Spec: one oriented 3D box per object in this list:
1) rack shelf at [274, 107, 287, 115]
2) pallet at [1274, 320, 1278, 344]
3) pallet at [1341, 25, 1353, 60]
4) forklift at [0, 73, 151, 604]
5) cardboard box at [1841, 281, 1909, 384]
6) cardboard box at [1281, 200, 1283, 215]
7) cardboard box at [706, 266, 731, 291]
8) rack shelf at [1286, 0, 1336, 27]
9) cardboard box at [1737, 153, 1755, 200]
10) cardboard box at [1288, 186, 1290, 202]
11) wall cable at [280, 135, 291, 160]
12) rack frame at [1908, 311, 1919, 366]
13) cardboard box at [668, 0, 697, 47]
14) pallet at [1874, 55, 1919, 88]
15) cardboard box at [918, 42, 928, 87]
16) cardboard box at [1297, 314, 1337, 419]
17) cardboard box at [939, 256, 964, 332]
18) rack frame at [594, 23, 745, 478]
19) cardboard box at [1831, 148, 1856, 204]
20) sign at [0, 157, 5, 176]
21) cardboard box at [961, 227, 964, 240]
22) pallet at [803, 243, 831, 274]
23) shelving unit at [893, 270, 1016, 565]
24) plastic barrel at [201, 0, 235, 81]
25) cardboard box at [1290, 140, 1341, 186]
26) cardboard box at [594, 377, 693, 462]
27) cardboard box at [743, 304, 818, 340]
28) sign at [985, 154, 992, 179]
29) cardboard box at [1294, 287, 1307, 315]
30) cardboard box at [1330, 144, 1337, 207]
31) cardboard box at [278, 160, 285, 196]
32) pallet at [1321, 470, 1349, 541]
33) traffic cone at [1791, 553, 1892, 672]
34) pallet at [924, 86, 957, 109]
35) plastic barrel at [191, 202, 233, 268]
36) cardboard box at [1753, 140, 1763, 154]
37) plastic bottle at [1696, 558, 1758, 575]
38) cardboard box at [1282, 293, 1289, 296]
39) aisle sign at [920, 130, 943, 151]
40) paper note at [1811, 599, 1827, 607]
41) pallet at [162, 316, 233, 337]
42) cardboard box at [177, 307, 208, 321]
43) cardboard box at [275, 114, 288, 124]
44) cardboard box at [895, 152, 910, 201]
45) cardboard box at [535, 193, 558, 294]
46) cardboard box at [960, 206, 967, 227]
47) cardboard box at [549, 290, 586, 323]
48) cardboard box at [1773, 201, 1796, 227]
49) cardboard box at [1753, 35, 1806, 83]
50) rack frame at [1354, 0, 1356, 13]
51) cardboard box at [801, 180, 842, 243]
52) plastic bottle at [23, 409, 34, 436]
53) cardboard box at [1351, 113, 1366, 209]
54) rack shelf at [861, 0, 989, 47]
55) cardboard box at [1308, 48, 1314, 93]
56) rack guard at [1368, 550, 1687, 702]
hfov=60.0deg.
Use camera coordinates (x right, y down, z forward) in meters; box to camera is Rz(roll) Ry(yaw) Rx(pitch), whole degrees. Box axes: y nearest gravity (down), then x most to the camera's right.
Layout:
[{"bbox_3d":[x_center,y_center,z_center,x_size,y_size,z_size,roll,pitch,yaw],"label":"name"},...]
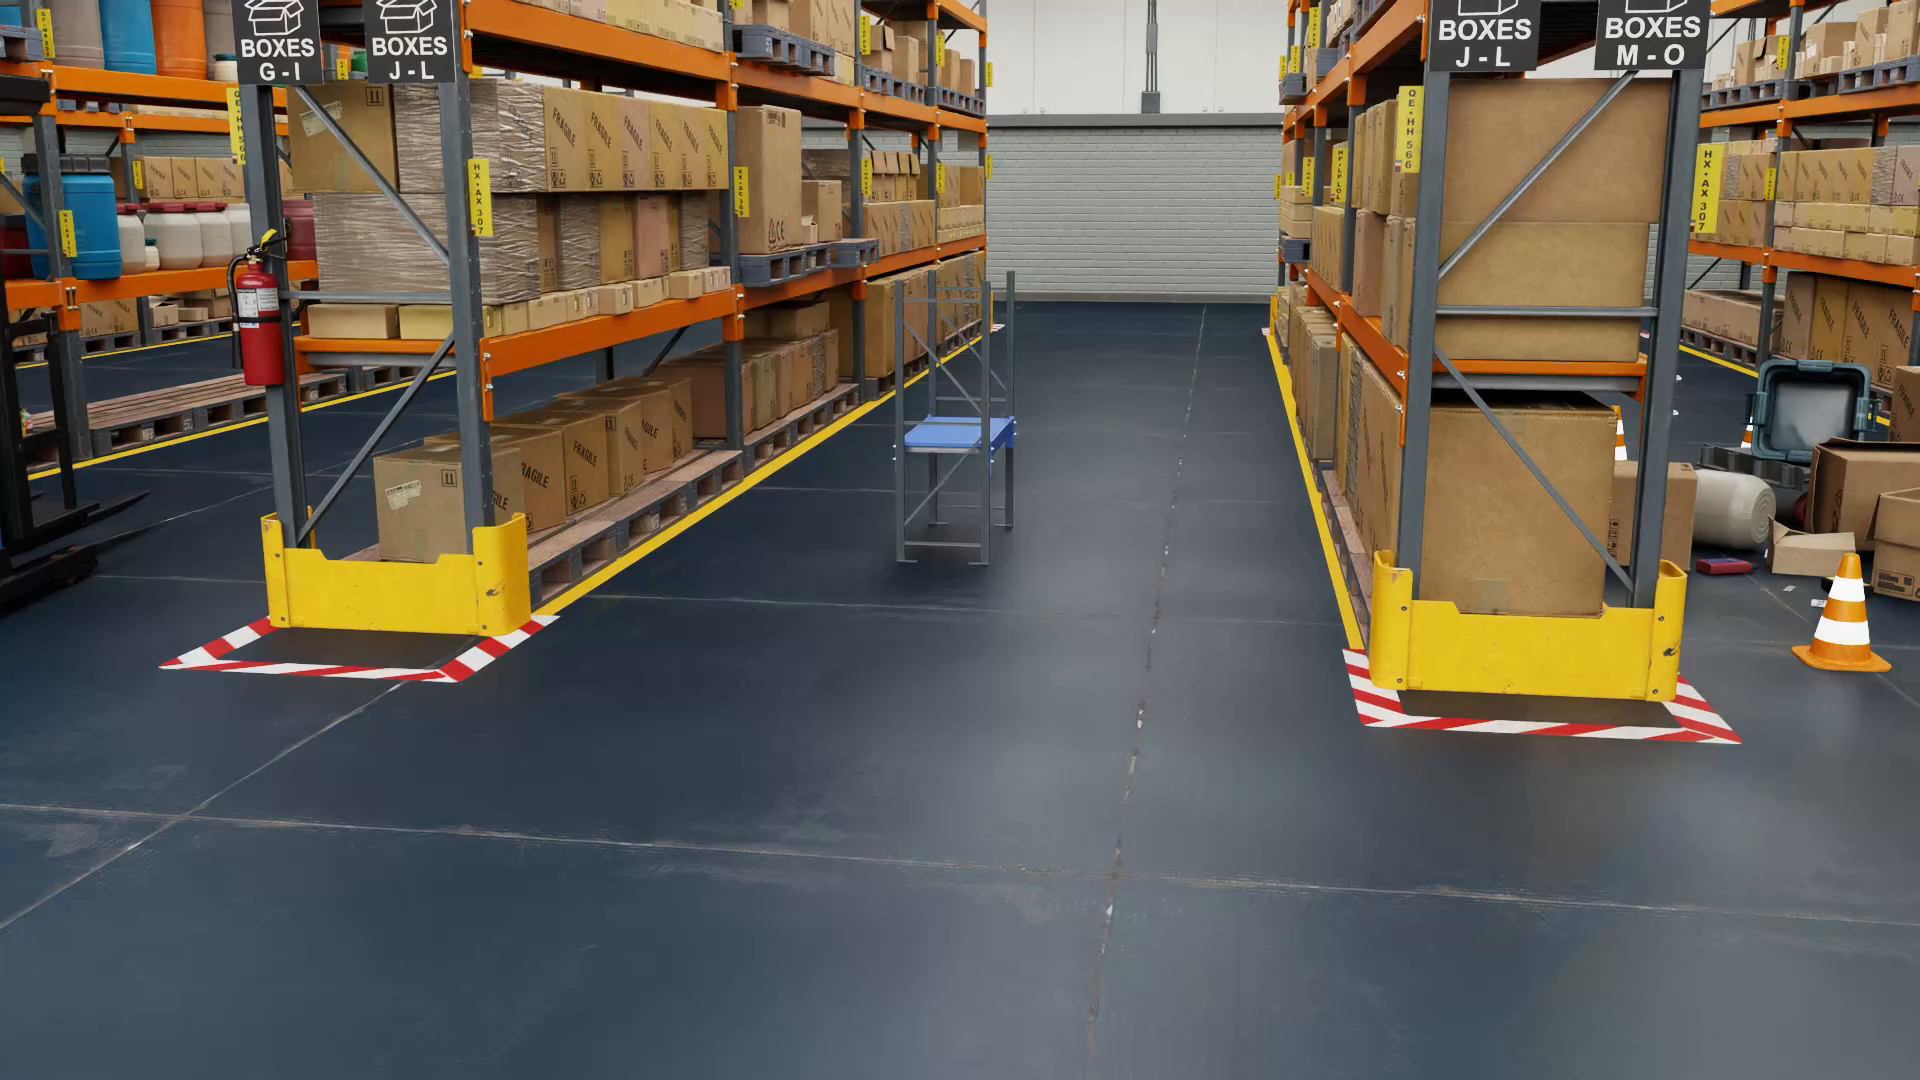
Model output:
[{"bbox_3d":[-5.963,-4.426,17.500,1.077,0.370,4.000,2,12,9],"label":"rack shelf"},{"bbox_3d":[4.568,-2.672,21.389,1.003,0.211,1.213,2,12,9],"label":"pallet"},{"bbox_3d":[2.986,-3.286,10.954,0.805,0.209,1.217,1,12,6],"label":"pallet"},{"bbox_3d":[-5.046,-1.183,8.027,1.130,2.935,3.031,0,12,-2],"label":"forklift"},{"bbox_3d":[8.746,-1.907,15.269,0.875,0.875,0.875,2,12,9],"label":"cardboard box"},{"bbox_3d":[3.571,-3.493,17.473,0.380,0.149,0.250,2,12,8],"label":"cardboard box"},{"bbox_3d":[-1.734,-1.725,10.975,0.380,0.149,0.250,2,12,9],"label":"cardboard box"},{"bbox_3d":[4.432,-6.382,19.460,1.077,0.370,4.000,2,12,9],"label":"rack shelf"},{"bbox_3d":[8.917,-3.997,18.308,0.500,0.500,0.500,2,12,8],"label":"cardboard box"},{"bbox_3d":[3.293,-3.256,15.668,0.380,0.149,0.250,2,12,9],"label":"cardboard box"},{"bbox_3d":[-13.606,-7.462,30.130,3.097,2.526,0.112,2,12,9],"label":"wall cable"},{"bbox_3d":[8.416,-2.414,13.574,1.000,3.000,0.127,2,12,9],"label":"rack frame"},{"bbox_3d":[-1.894,-3.084,9.918,0.500,0.250,0.500,2,12,10],"label":"cardboard box"},{"bbox_3d":[8.462,-3.924,13.908,1.213,0.211,1.003,2,12,11],"label":"pallet"},{"bbox_3d":[-0.700,-5.502,19.311,0.700,0.500,0.500,1,12,5],"label":"cardboard box"},{"bbox_3d":[3.196,-1.353,12.994,1.050,0.750,0.750,2,12,10],"label":"cardboard box"},{"bbox_3d":[-0.442,-3.056,20.602,0.875,0.875,0.875,2,12,9],"label":"cardboard box"},{"bbox_3d":[-1.991,-1.902,11.200,1.000,3.000,0.127,2,12,9],"label":"rack frame"},{"bbox_3d":[8.476,-3.383,15.460,0.500,0.500,0.500,2,12,8],"label":"cardboard box"},{"bbox_3d":[-14.295,-5.543,24.784,0.100,0.325,0.005,2,12,9],"label":"sign"},{"bbox_3d":[-0.149,-3.820,20.696,0.380,0.149,0.250,2,12,7],"label":"cardboard box"},{"bbox_3d":[-1.640,-2.228,13.166,1.003,0.211,1.213,2,12,9],"label":"pallet"},{"bbox_3d":[-0.013,-0.715,9.253,0.538,1.500,1.048,2,12,9],"label":"shelving unit"},{"bbox_3d":[-6.611,-4.443,14.679,0.600,0.901,0.600,0,12,0],"label":"plastic barrel"},{"bbox_3d":[3.929,-4.176,18.432,0.500,0.500,0.500,1,12,7],"label":"cardboard box"},{"bbox_3d":[-2.092,-0.804,11.039,0.500,0.500,0.500,1,12,7],"label":"cardboard box"},{"bbox_3d":[-1.521,-1.843,14.036,0.500,0.250,0.500,3,13,15],"label":"cardboard box"},{"bbox_3d":[0.388,-5.062,22.549,0.100,0.325,0.005,2,12,9],"label":"sign"},{"bbox_3d":[3.587,-2.374,16.544,0.500,0.250,0.500,2,12,11],"label":"cardboard box"},{"bbox_3d":[3.430,-2.998,13.673,0.700,0.500,0.500,2,12,8],"label":"cardboard box"},{"bbox_3d":[-9.807,-5.053,23.209,0.500,0.500,0.500,2,12,10],"label":"cardboard box"},{"bbox_3d":[2.700,-0.202,9.928,1.003,0.211,1.213,2,12,9],"label":"pallet"},{"bbox_3d":[3.764,0.288,7.060,0.336,0.463,0.334,2,12,9],"label":"traffic cone"},{"bbox_3d":[-0.625,-5.161,19.410,1.003,0.211,1.213,2,12,9],"label":"pallet"},{"bbox_3d":[-6.342,-2.564,13.948,0.433,0.535,0.433,0,12,0],"label":"plastic barrel"},{"bbox_3d":[8.981,-4.332,18.324,0.380,0.149,0.250,2,12,8],"label":"cardboard box"},{"bbox_3d":[4.023,0.137,8.713,0.283,0.061,0.133,-2,12,-11],"label":"plastic bottle"},{"bbox_3d":[4.140,-2.948,20.412,0.380,0.149,0.250,2,12,10],"label":"cardboard box"},{"bbox_3d":[-0.431,-5.696,22.632,0.394,0.787,0.004,2,12,9],"label":"aisle sign"},{"bbox_3d":[4.191,0.302,8.025,0.144,0.017,0.142,7,14,28],"label":"paper note"},{"bbox_3d":[-10.257,-2.924,22.560,1.003,0.211,1.213,2,12,9],"label":"pallet"},{"bbox_3d":[-10.147,-2.980,21.883,0.380,0.166,0.250,2,12,9],"label":"cardboard box"},{"bbox_3d":[-9.752,-6.000,23.448,0.500,0.250,0.500,2,12,9],"label":"cardboard box"},{"bbox_3d":[-0.968,-3.831,17.532,0.797,0.503,0.637,2,12,9],"label":"cardboard box"},{"bbox_3d":[-2.537,-1.485,8.323,0.875,0.500,0.500,2,12,9],"label":"cardboard box"},{"bbox_3d":[-0.191,-4.043,20.783,0.500,0.250,0.500,2,12,9],"label":"cardboard box"},{"bbox_3d":[-2.153,-1.206,8.565,0.380,0.149,0.250,2,12,9],"label":"cardboard box"},{"bbox_3d":[8.685,-3.335,17.018,0.500,0.250,0.500,2,12,7],"label":"cardboard box"},{"bbox_3d":[9.207,-5.299,18.364,0.797,0.503,0.637,3,12,13],"label":"cardboard box"},{"bbox_3d":[2.894,-4.653,9.725,1.000,3.000,0.127,2,12,9],"label":"rack frame"},{"bbox_3d":[-1.407,-2.756,13.927,0.700,0.500,0.500,4,13,17],"label":"cardboard box"},{"bbox_3d":[-6.633,-0.824,11.796,0.097,0.201,0.097,0,12,0],"label":"plastic bottle"},{"bbox_3d":[2.803,-2.246,9.876,0.875,0.550,0.550,2,12,9],"label":"cardboard box"},{"bbox_3d":[-0.453,-6.369,20.345,1.077,0.370,4.000,2,12,9],"label":"rack shelf"},{"bbox_3d":[3.410,-4.300,14.969,0.500,0.500,0.500,2,12,9],"label":"cardboard box"},{"bbox_3d":[2.275,0.339,6.733,1.175,0.500,0.348,2,12,9],"label":"rack guard"}]
